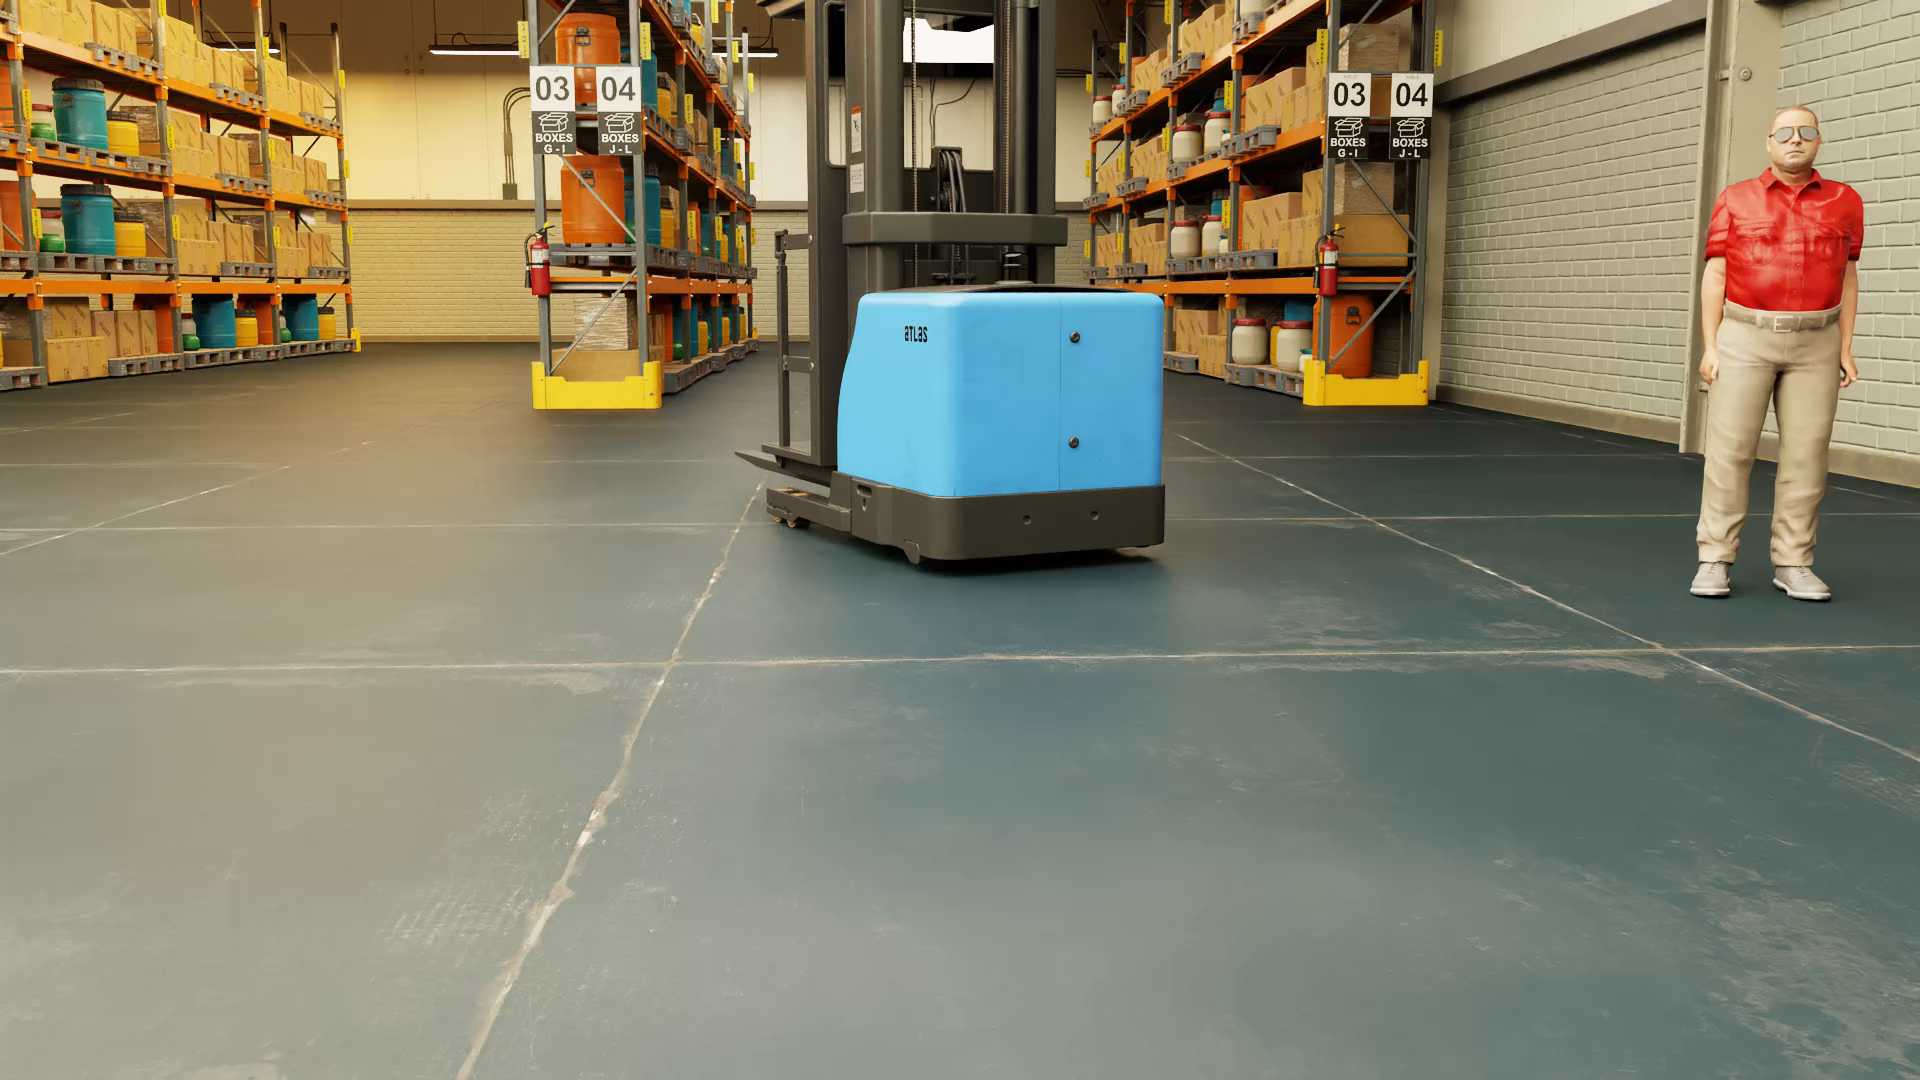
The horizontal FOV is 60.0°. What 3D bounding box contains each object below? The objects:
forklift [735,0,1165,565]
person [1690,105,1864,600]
[{"bbox_3d":[-0.264,-1.530,7.637,1.130,2.935,3.031,-4,9,-25],"label":"forklift"},{"bbox_3d":[2.909,-0.661,5.901,0.519,1.728,0.385,2,9,14],"label":"person"}]
